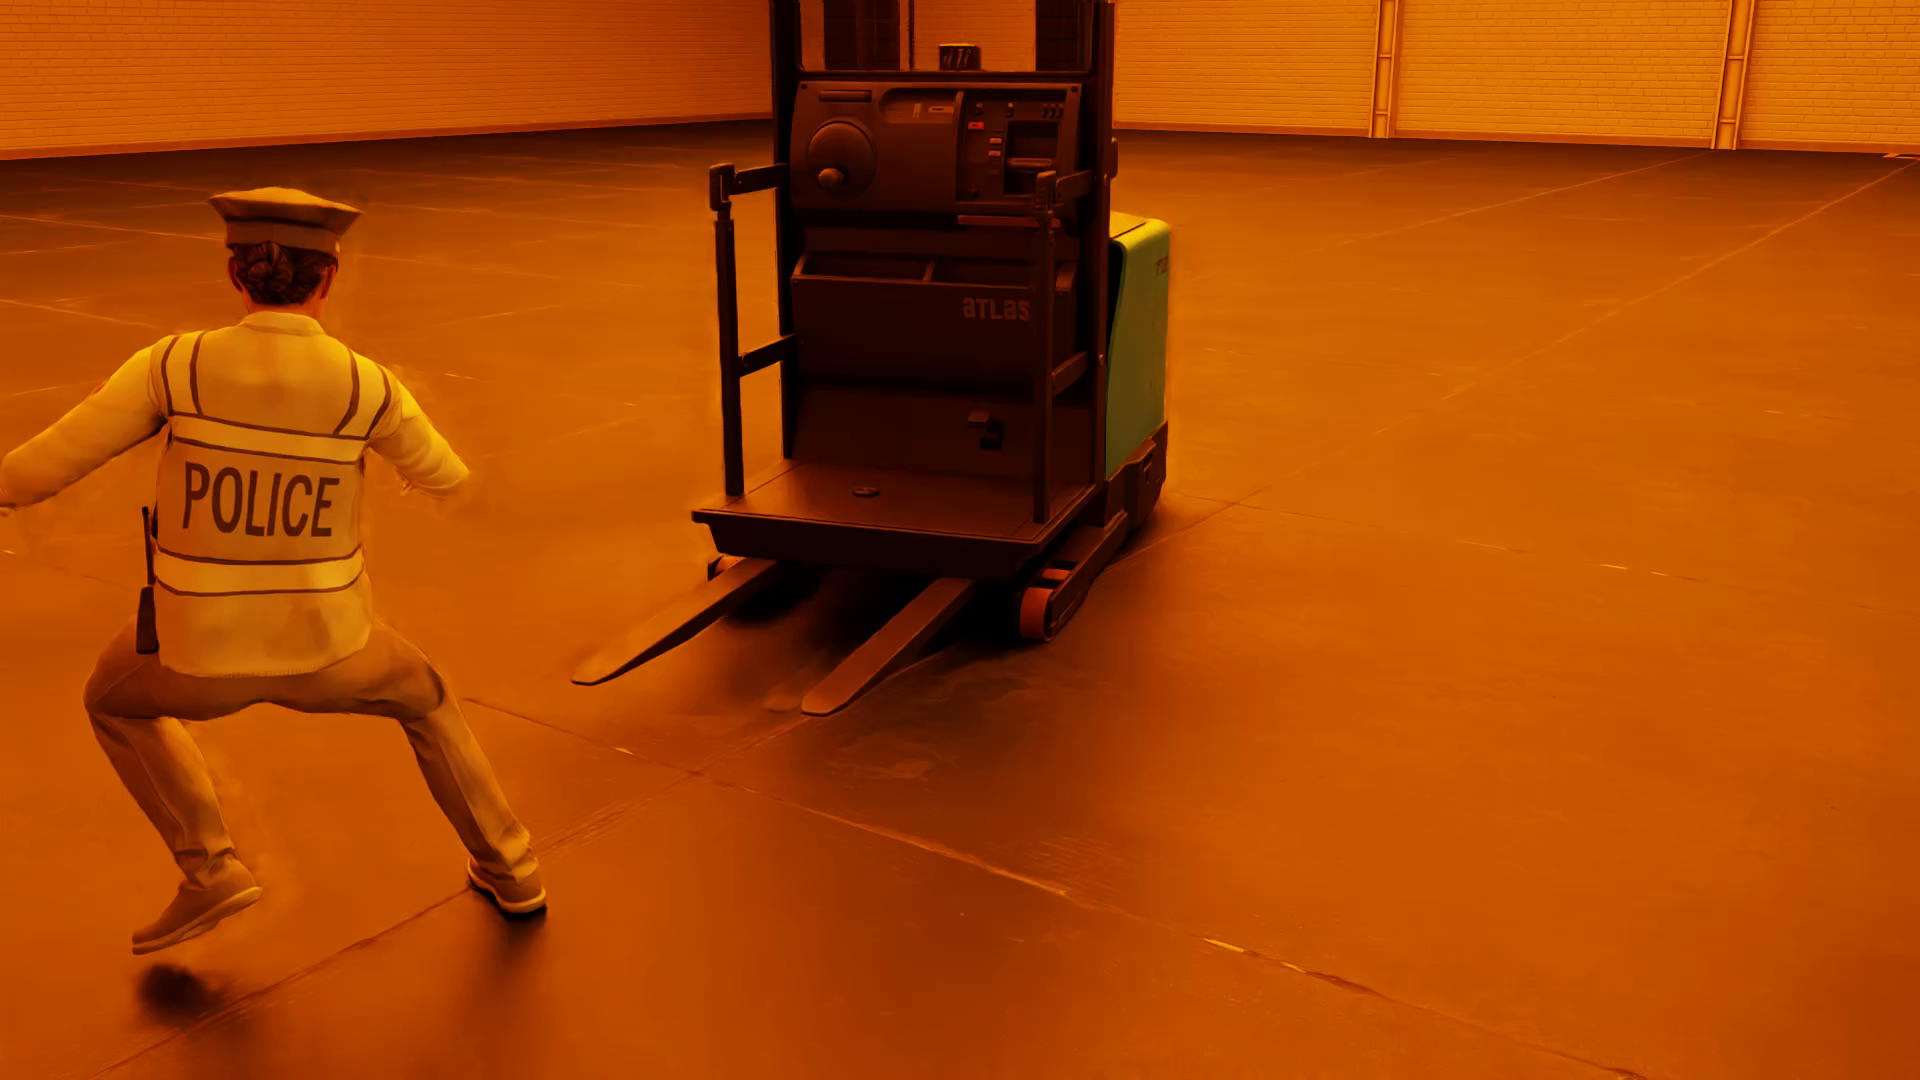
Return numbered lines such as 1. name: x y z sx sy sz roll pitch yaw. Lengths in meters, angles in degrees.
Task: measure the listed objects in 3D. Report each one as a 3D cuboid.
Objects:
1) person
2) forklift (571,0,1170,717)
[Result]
1. person: -1.284 0.083 3.099 0.894 1.468 0.696 -7 18 -22
2. forklift: -0.148 -1.230 4.945 1.130 2.935 3.031 5 17 18
